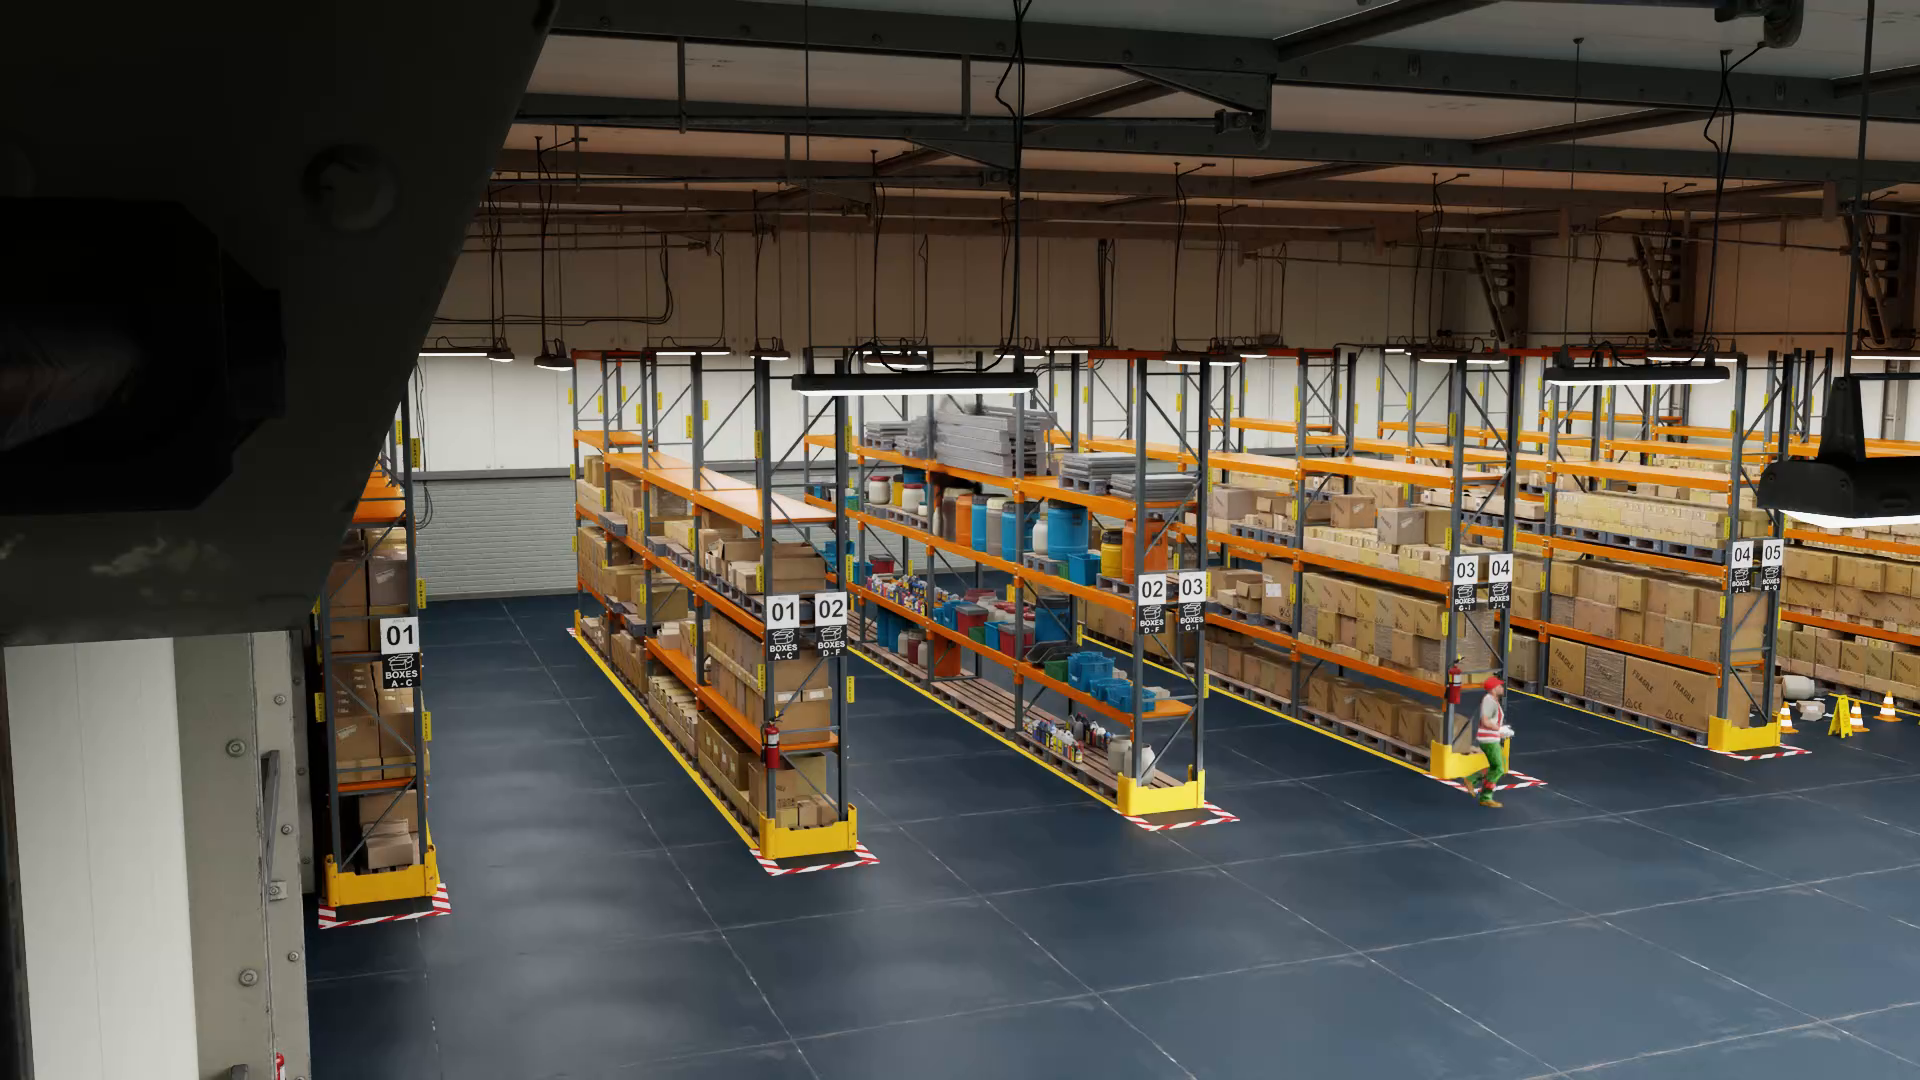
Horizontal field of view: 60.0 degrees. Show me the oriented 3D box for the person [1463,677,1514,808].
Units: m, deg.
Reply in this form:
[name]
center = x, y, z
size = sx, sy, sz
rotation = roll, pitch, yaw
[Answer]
[person]
center = 7.138, 2.700, 22.427
size = 0.646, 1.728, 0.686
rotation = 3, 8, 21
